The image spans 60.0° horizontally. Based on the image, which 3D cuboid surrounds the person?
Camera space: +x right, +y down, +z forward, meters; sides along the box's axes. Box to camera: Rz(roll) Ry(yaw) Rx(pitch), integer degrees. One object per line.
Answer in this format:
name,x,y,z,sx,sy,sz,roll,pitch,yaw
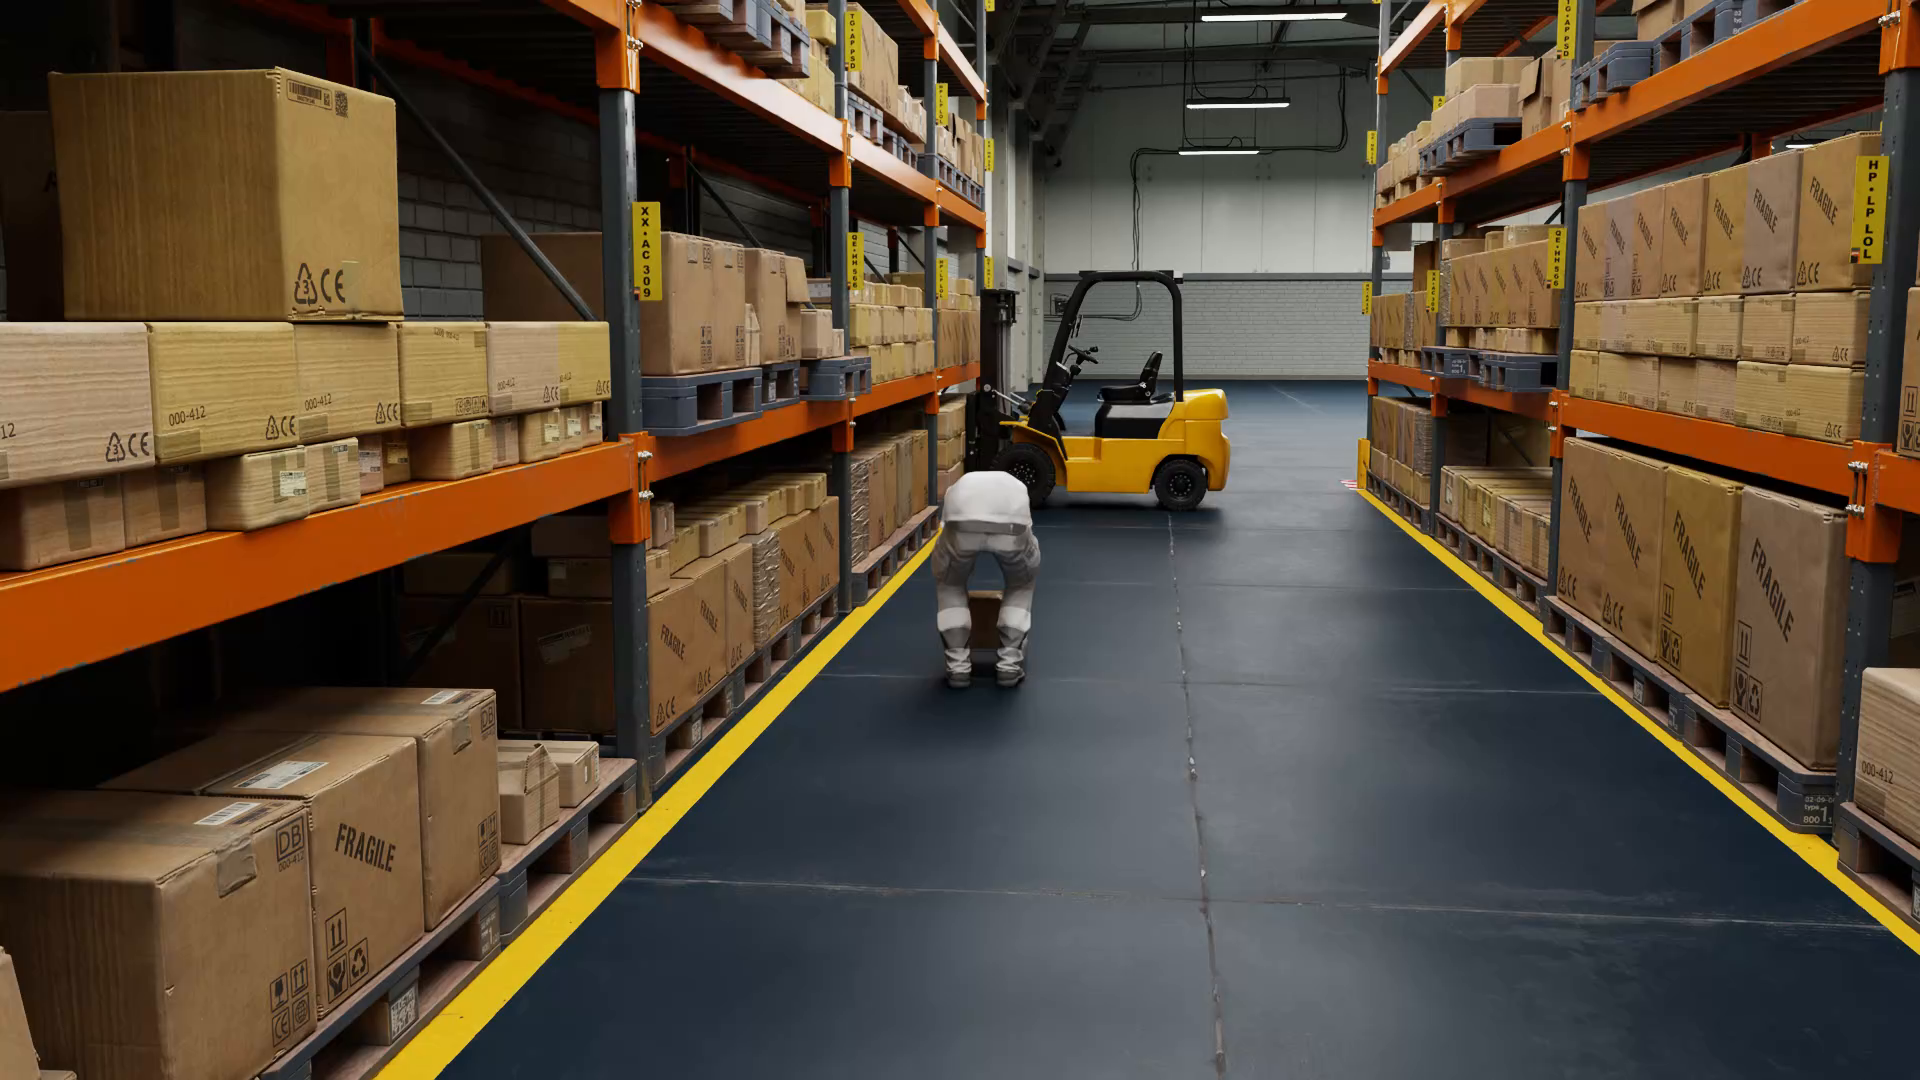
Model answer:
person,0.124,0.155,7.980,0.522,1.010,0.952,0,7,2
